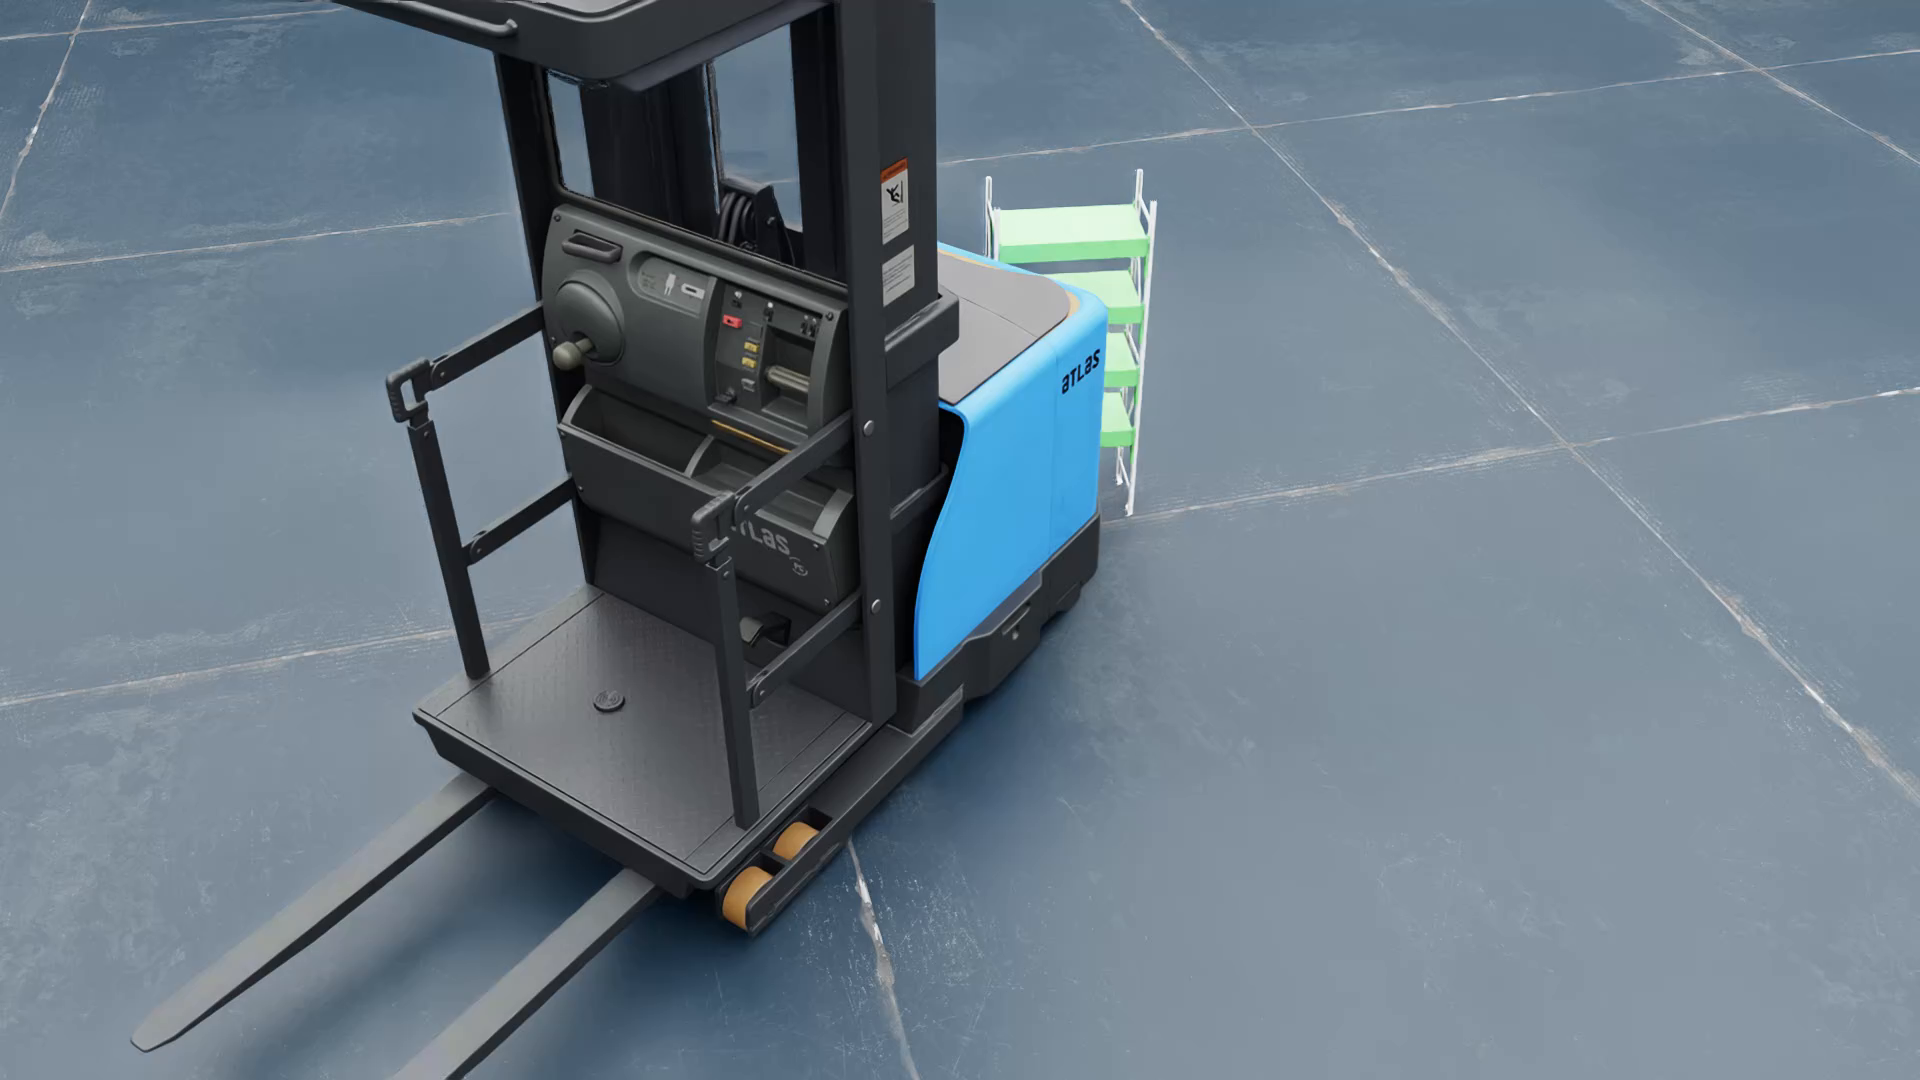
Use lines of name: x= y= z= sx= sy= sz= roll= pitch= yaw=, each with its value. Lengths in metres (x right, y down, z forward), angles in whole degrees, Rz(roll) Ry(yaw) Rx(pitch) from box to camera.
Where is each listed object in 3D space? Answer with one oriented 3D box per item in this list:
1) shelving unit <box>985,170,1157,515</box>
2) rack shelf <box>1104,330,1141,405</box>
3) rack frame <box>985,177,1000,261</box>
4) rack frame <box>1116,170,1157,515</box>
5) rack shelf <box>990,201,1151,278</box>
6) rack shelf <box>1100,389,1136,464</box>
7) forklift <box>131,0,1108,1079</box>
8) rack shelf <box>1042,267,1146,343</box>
shelving unit: x=0.345 y=-0.621 z=5.574 sx=0.503 sy=1.200 sz=0.258 roll=-4 pitch=38 yaw=-5
rack shelf: x=0.345 y=-0.570 z=5.613 sx=0.480 sy=0.148 sz=0.258 roll=-4 pitch=38 yaw=-5
rack frame: x=0.103 y=-0.605 z=5.553 sx=0.015 sy=1.200 sz=0.240 roll=-4 pitch=38 yaw=-5
rack frame: x=0.588 y=-0.637 z=5.595 sx=0.015 sy=1.200 sz=0.240 roll=-4 pitch=38 yaw=-5
rack shelf: x=0.345 y=-0.951 z=5.321 sx=0.480 sy=0.148 sz=0.258 roll=-4 pitch=38 yaw=-5
rack shelf: x=0.345 y=-0.379 z=5.759 sx=0.480 sy=0.148 sz=0.258 roll=-4 pitch=38 yaw=-5
forklift: x=-0.795 y=-0.466 z=3.947 sx=1.130 sy=2.935 sz=3.031 roll=23 pitch=43 yaw=27
rack shelf: x=0.345 y=-0.761 z=5.467 sx=0.480 sy=0.148 sz=0.258 roll=-4 pitch=38 yaw=-5
